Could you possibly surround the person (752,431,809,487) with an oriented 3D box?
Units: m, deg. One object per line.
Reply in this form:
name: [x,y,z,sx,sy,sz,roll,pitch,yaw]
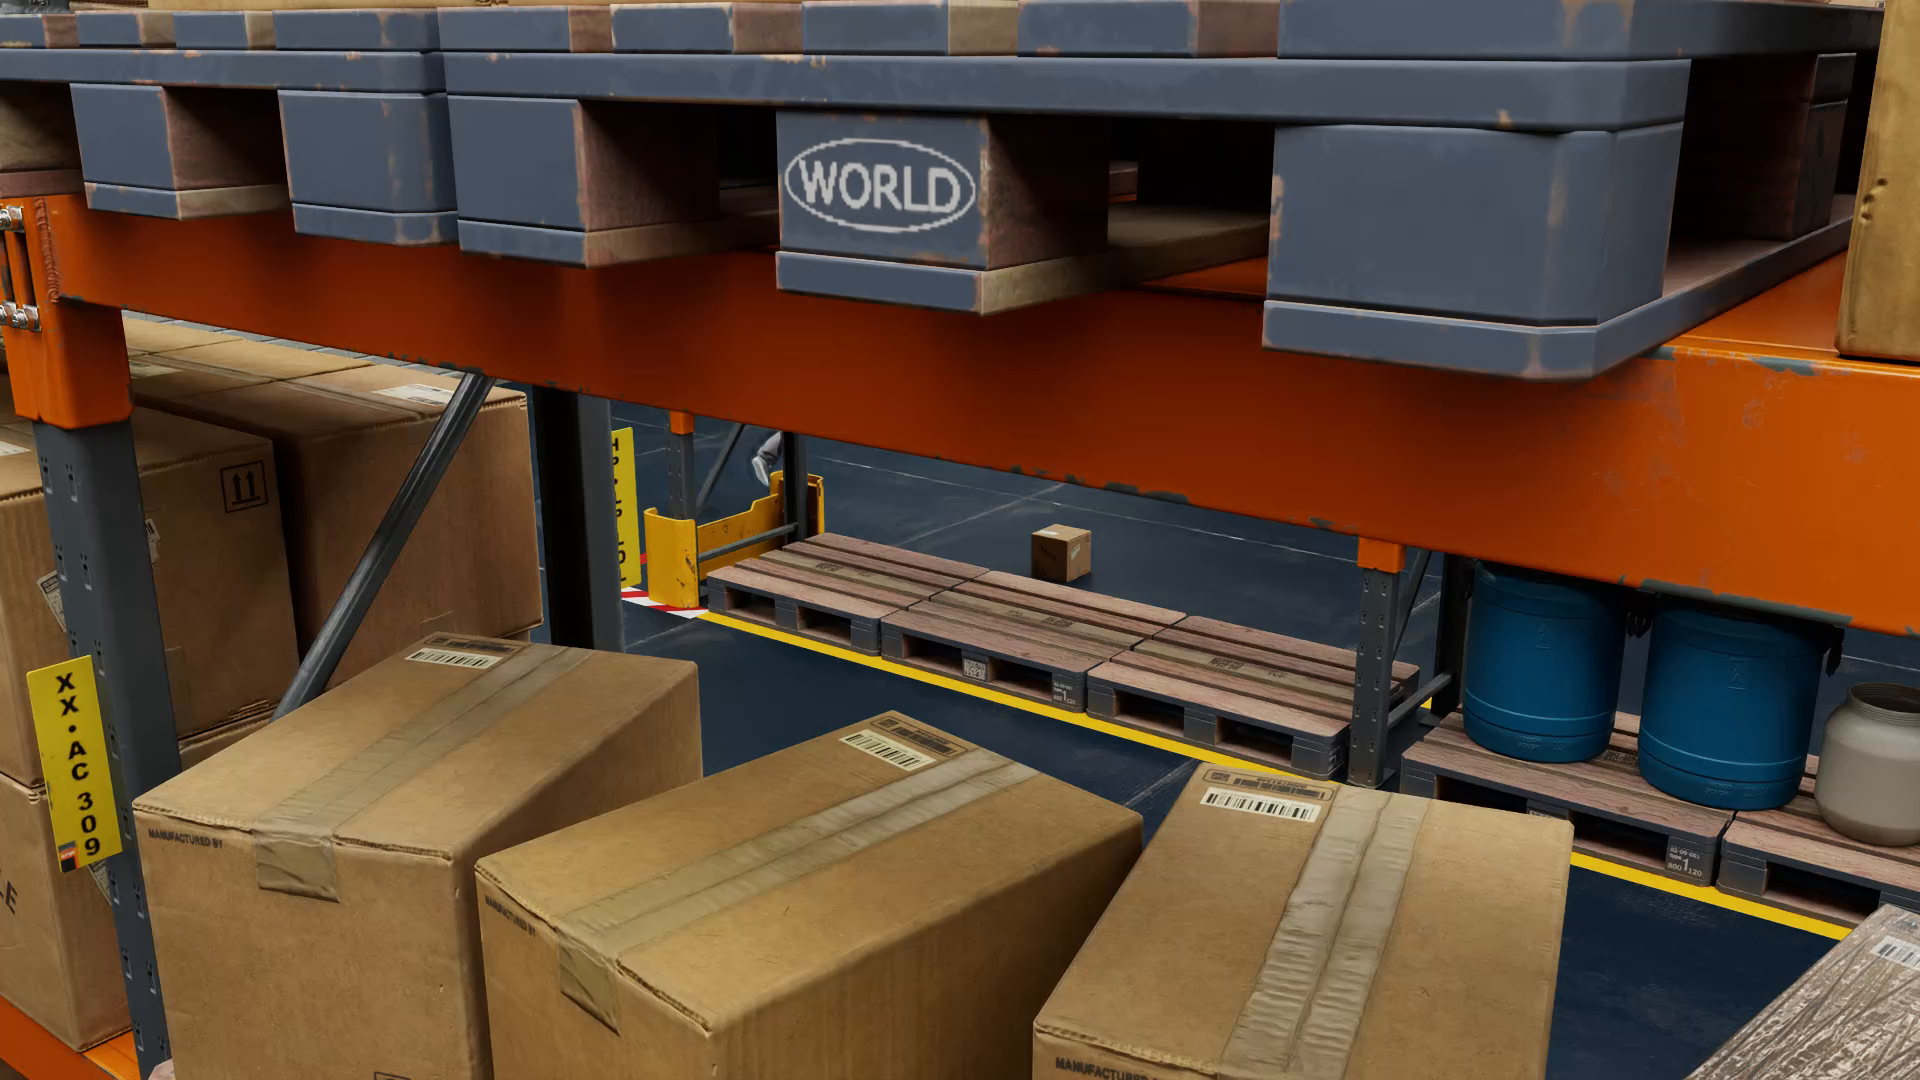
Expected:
person: [-1.119,-1.022,10.875,0.474,1.573,0.466,-6,18,-18]
